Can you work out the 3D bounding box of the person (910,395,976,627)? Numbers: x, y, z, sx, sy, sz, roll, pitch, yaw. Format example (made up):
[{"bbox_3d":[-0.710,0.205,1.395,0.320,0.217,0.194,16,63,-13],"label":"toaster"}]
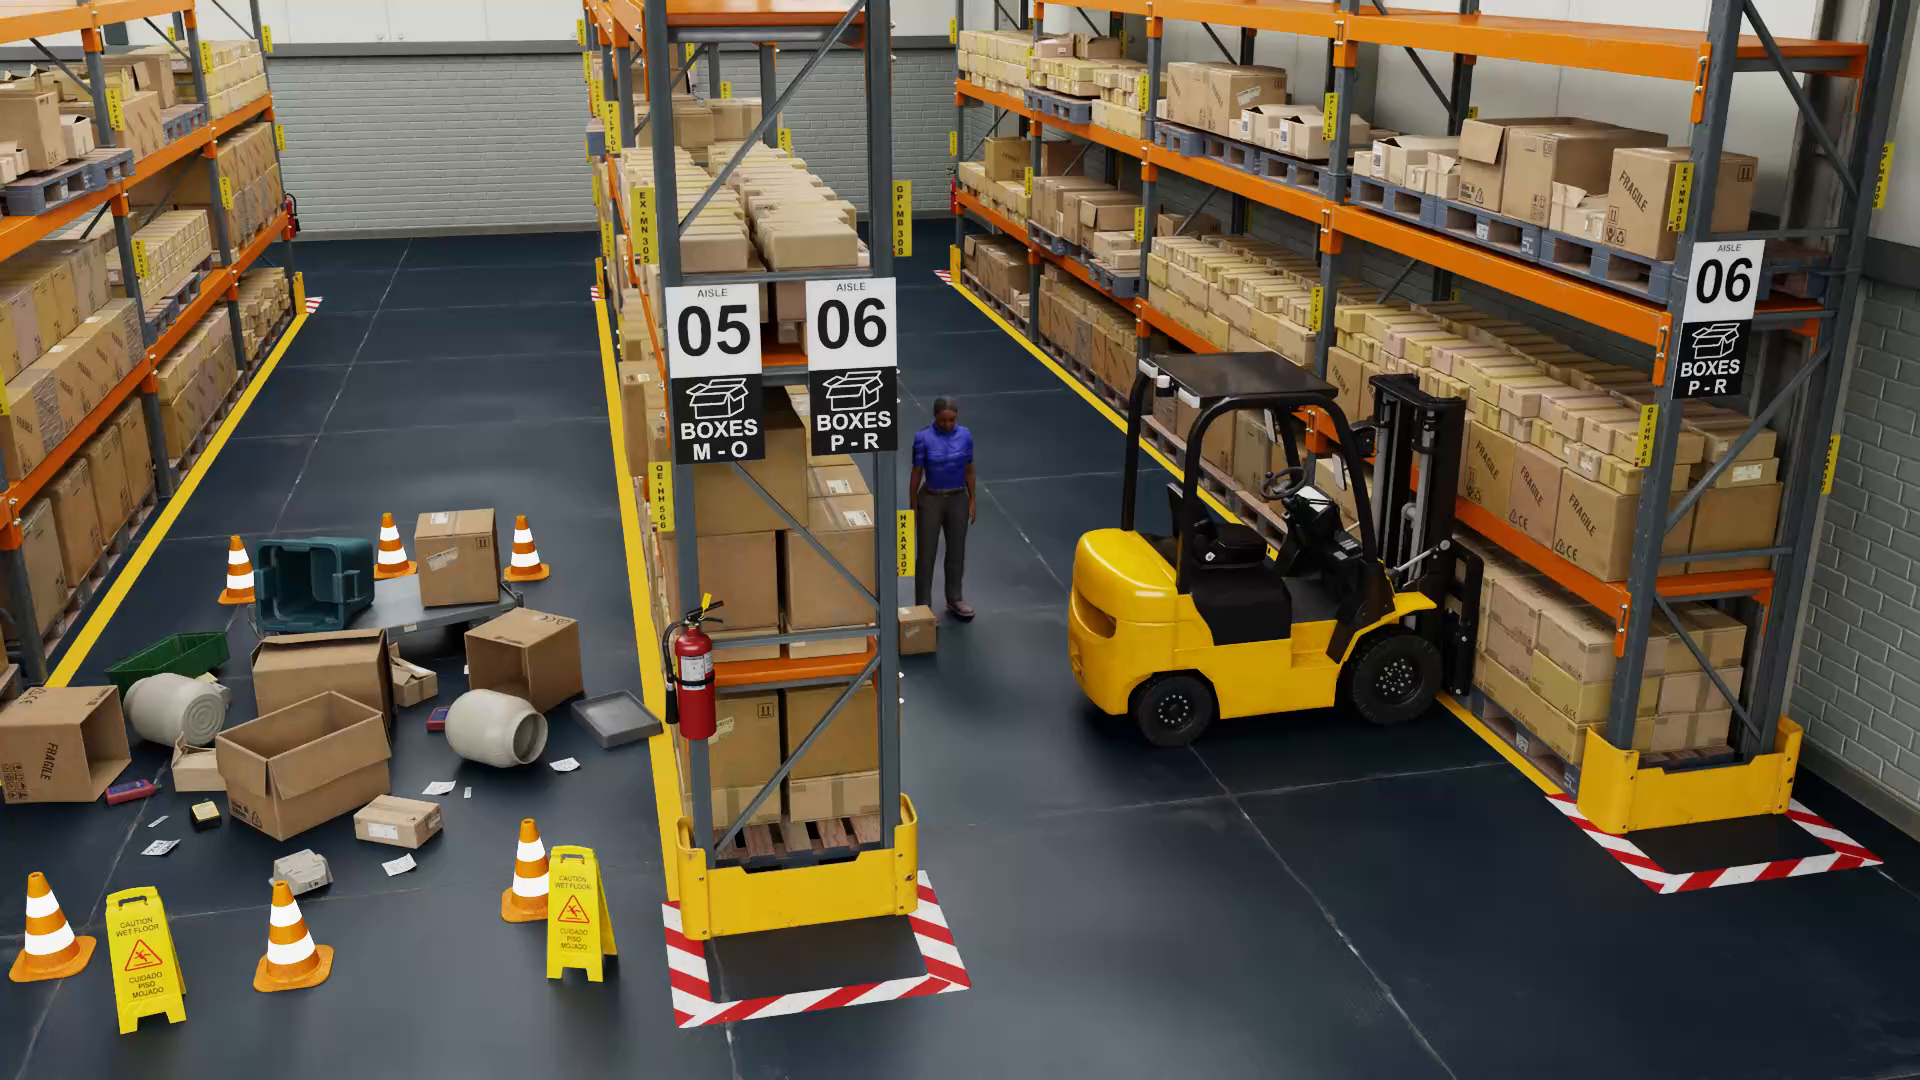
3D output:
[{"bbox_3d":[-0.104,-0.229,11.675,0.481,1.646,0.382,-7,21,-19],"label":"person"}]
